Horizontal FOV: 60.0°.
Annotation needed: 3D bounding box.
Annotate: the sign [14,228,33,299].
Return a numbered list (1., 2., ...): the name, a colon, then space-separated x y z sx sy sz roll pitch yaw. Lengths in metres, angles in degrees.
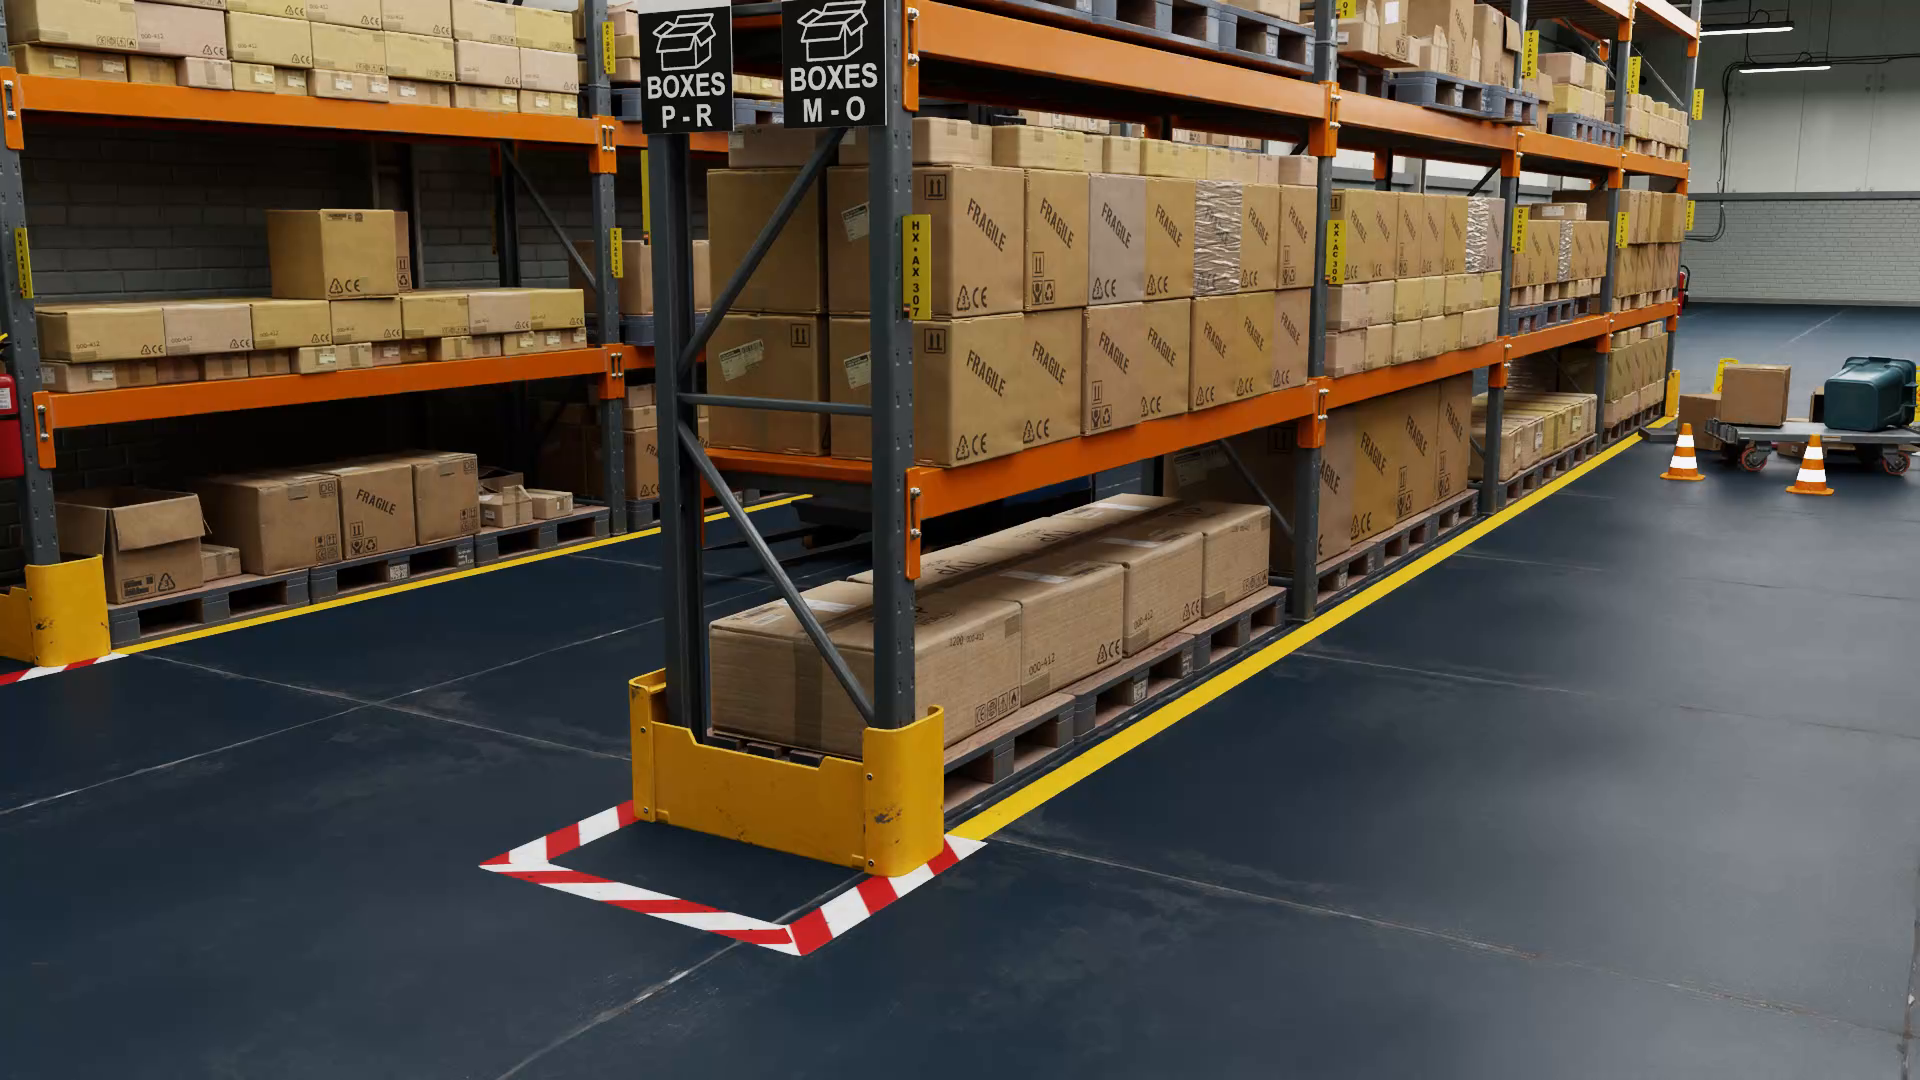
1. sign: -4.388 -1.296 7.788 0.100 0.325 0.005 6 12 31

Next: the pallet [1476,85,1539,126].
1. pallet: 3.257 -2.982 11.509 1.213 0.211 1.003 7 13 33

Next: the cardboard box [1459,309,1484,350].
1. cardboard box: 3.254 -1.447 11.355 0.500 0.250 0.500 7 12 32

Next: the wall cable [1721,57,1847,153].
1. wall cable: 22.871 -12.117 46.352 3.097 2.526 0.112 6 12 31

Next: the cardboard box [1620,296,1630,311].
1. cardboard box: 6.417 -2.357 16.487 0.380 0.149 0.250 7 13 32

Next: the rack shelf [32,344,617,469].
1. rack shelf: -3.813 -0.883 9.891 1.077 0.370 4.000 6 12 31

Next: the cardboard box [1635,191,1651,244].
1. cardboard box: 6.320 -3.150 16.244 0.700 0.500 0.500 6 12 31

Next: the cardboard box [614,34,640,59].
1. cardboard box: -2.245 -3.309 11.204 0.380 0.149 0.250 7 13 32

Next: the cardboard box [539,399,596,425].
1. cardboard box: -2.830 -0.934 12.093 0.380 0.149 0.250 6 12 28

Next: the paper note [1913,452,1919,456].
1. paper note: 9.047 -0.804 15.603 0.155 0.023 0.172 -8 13 -38

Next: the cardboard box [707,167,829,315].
1. cardboard box: -0.561 -1.088 6.040 0.500 0.500 0.500 7 13 33

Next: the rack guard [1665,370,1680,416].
1. rack guard: 7.660 -1.725 19.222 1.175 0.500 0.348 6 12 31

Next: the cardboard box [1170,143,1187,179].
1. cardboard box: 0.749 -1.623 7.137 0.380 0.149 0.250 6 12 31

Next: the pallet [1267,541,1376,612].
1. pallet: 1.806 0.164 9.919 1.003 0.211 1.213 6 12 31

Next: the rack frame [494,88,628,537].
1. rack frame: -2.775 -1.552 11.505 1.000 3.000 0.127 6 12 31

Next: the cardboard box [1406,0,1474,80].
1. cardboard box: 2.879 -3.132 10.383 0.500 0.500 0.500 7 12 31

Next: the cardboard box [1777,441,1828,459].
1. cardboard box: 7.880 -0.915 15.537 0.258 0.266 0.396 -2 11 -9

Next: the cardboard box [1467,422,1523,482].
1. cardboard box: 3.848 -0.710 13.008 0.950 0.372 0.625 5 12 27

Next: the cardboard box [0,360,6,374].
1. cardboard box: -4.909 -0.877 8.583 0.380 0.149 0.250 6 12 30

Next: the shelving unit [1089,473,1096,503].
1. shelving unit: 0.756 -0.752 12.123 0.258 1.200 0.503 8 13 37

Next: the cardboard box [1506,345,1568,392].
1. cardboard box: 5.701 -1.678 16.475 0.500 0.500 0.500 6 12 30

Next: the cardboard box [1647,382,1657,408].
1. cardboard box: 7.234 -1.587 18.023 0.500 0.250 0.500 6 12 31

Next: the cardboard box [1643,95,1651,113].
1. cardboard box: 6.479 -4.220 16.125 0.380 0.149 0.250 6 12 30

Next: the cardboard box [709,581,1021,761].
1. cardboard box: -0.350 0.491 6.418 0.875 0.438 0.875 6 12 29

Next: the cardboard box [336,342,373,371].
1. cardboard box: -3.616 -1.066 9.593 0.380 0.149 0.250 7 13 32

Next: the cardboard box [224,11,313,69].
1. cardboard box: -3.865 -2.674 8.950 0.500 0.250 0.500 6 12 29

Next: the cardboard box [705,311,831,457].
1. cardboard box: -0.583 -0.599 6.146 0.500 0.500 0.500 6 12 31

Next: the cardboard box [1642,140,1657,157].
1. cardboard box: 6.739 -3.907 16.618 0.380 0.149 0.250 6 12 30

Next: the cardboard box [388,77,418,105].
1. cardboard box: -3.406 -2.620 9.746 0.380 0.149 0.250 7 12 31

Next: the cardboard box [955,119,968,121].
1. cardboard box: -0.114 -4.050 15.017 0.500 0.500 0.500 7 12 31

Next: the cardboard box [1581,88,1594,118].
1. cardboard box: 5.176 -3.758 14.408 0.500 0.250 0.500 7 12 31

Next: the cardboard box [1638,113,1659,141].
1. cardboard box: 6.616 -4.086 16.488 0.500 0.250 0.500 7 12 31

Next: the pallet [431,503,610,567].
1. pallet: -3.132 -0.073 11.185 1.003 0.211 1.213 6 12 31

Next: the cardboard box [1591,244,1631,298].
1. cardboard box: 6.089 -2.574 15.887 0.500 0.500 0.500 6 12 31

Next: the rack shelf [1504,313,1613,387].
1. rack shelf: 4.584 -1.668 14.082 1.077 0.370 4.000 6 12 31

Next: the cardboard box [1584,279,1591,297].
1. cardboard box: 5.336 -2.228 14.660 0.380 0.149 0.250 6 12 30

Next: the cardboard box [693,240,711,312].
1. cardboard box: -2.064 -1.943 12.185 0.700 0.500 0.500 7 12 31

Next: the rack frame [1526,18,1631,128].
1. rack frame: 5.623 -5.285 15.144 1.000 3.000 0.127 6 12 31

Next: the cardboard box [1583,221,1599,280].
1. cardboard box: 5.323 -2.565 14.698 0.500 0.500 0.500 6 12 31

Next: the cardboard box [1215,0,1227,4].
1. cardboard box: 0.797 -2.644 7.493 0.797 0.503 0.637 8 13 35

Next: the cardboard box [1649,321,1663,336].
1. cardboard box: 7.373 -2.293 17.993 0.380 0.149 0.250 7 13 32

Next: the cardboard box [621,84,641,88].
1. cardboard box: -2.116 -3.204 11.452 0.380 0.149 0.250 7 12 31

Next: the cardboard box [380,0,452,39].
1. cardboard box: -3.357 -3.082 9.770 0.500 0.250 0.500 7 12 32

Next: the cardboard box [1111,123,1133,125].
1. cardboard box: 2.019 -4.603 18.485 0.500 0.311 0.500 7 13 32

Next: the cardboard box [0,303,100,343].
1. cardboard box: -4.840 -1.093 8.653 0.500 0.250 0.500 7 13 32

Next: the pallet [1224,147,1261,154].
1. pallet: 3.066 -4.761 20.737 1.003 0.211 1.213 6 12 31

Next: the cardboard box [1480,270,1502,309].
1. cardboard box: 3.512 -1.779 11.767 0.500 0.250 0.500 6 12 30

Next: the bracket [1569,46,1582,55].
1. bracket: 14.872 -11.809 40.210 0.235 0.232 0.430 6 12 31

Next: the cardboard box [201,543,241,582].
1. cardboard box: -4.199 0.122 9.171 0.380 0.149 0.250 6 12 28

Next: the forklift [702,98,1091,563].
1. forklift: -0.386 -1.350 10.616 1.130 2.935 3.031 8 13 37

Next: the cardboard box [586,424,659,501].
1. cardboard box: -2.331 -0.584 11.988 0.500 0.500 0.500 7 13 33

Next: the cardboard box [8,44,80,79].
1. cardboard box: -4.487 -2.301 8.041 0.380 0.149 0.250 7 13 32

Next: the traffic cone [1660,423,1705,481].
1. traffic cone: 6.176 -0.760 14.173 0.336 0.463 0.334 6 12 31
